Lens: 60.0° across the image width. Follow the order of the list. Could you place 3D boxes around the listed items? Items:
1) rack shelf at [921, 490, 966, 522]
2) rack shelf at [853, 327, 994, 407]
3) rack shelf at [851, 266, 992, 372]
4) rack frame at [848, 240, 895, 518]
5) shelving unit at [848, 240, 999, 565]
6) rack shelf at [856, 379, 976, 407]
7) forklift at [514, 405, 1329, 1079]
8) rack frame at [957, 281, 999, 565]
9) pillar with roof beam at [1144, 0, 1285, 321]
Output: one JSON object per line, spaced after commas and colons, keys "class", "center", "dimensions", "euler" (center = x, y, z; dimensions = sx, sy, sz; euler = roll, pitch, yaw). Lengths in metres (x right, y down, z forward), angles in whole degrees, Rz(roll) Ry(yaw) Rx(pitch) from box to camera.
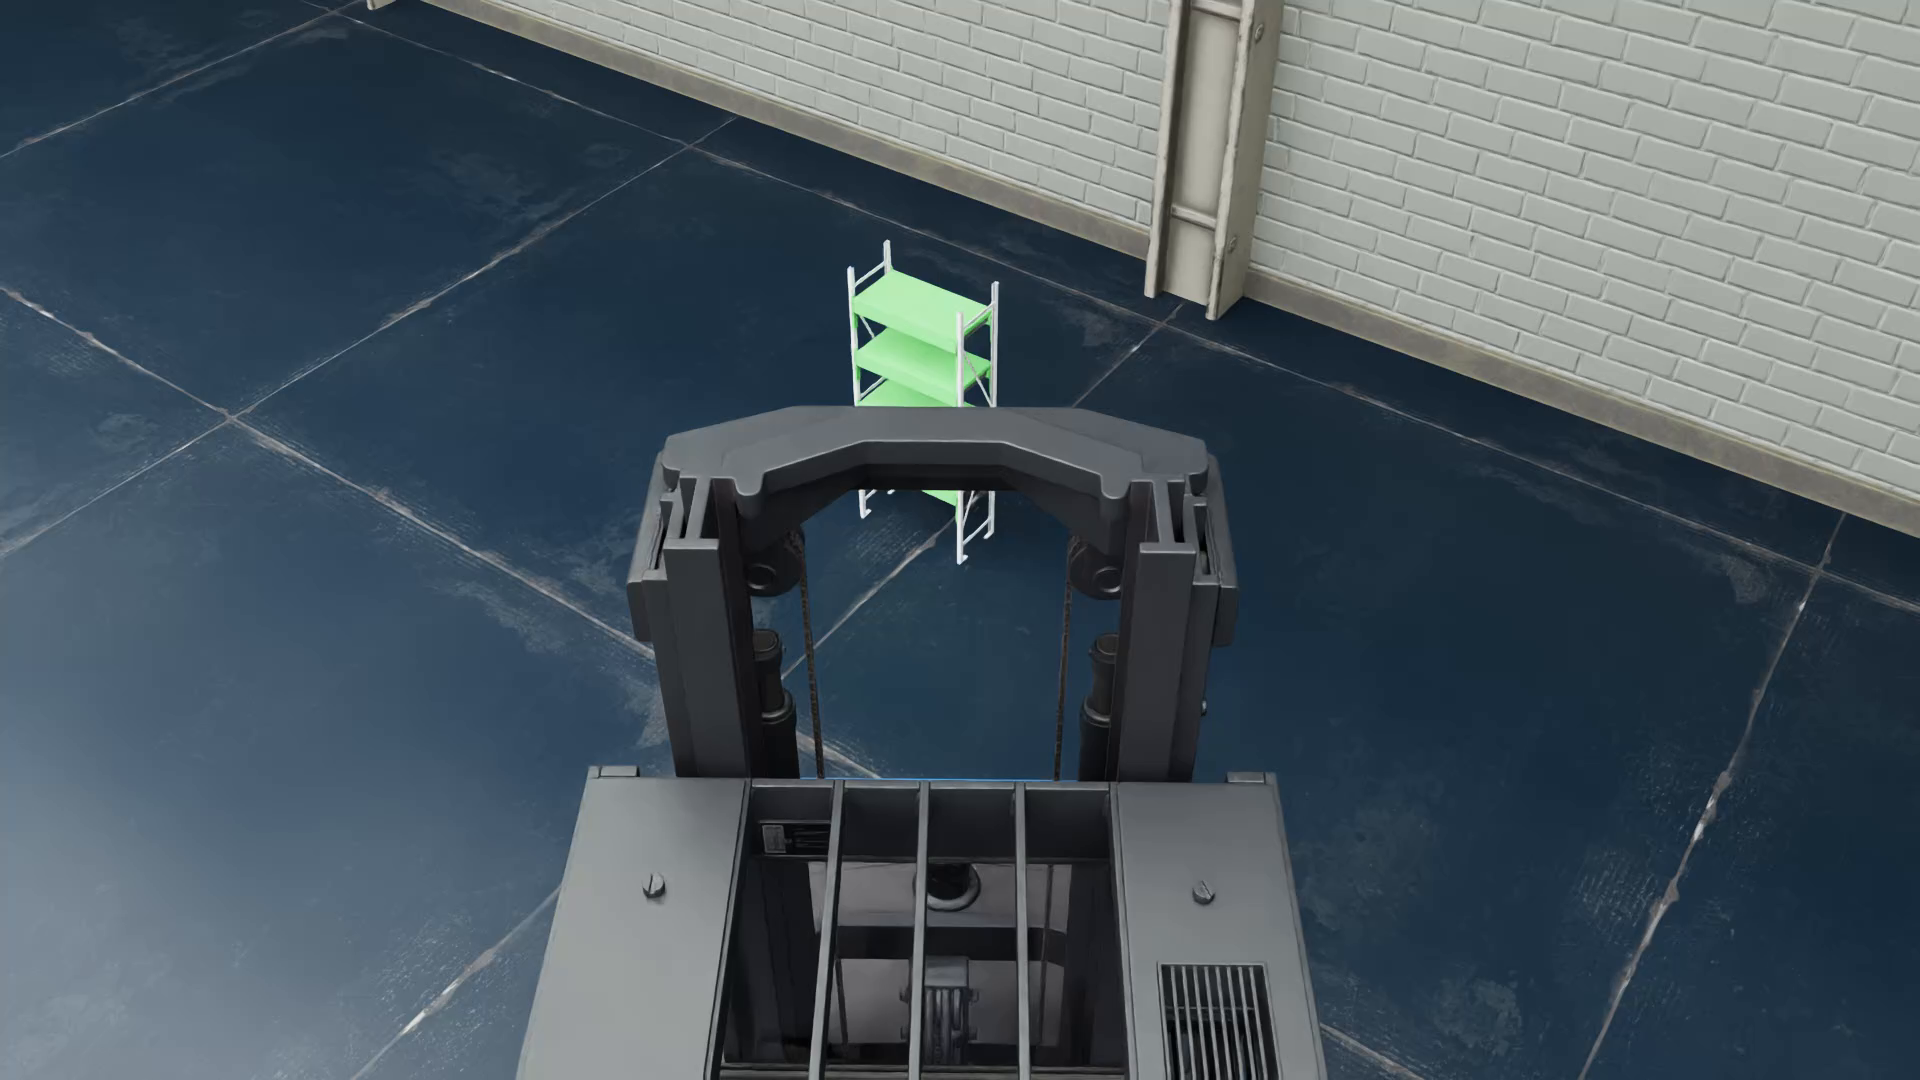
{"class": "rack shelf", "center": [-0.136, -0.284, 6.623], "dimensions": [0.480, 0.148, 0.258], "euler": [25, 48, 25]}
{"class": "rack shelf", "center": [-0.136, -0.642, 6.303], "dimensions": [0.480, 0.148, 0.258], "euler": [25, 48, 25]}
{"class": "rack shelf", "center": [-0.136, -0.821, 6.143], "dimensions": [0.480, 0.148, 0.258], "euler": [25, 48, 25]}
{"class": "rack frame", "center": [-0.335, -0.604, 6.525], "dimensions": [0.015, 1.200, 0.240], "euler": [25, 48, 25]}
{"class": "shelving unit", "center": [-0.136, -0.511, 6.421], "dimensions": [0.503, 1.200, 0.258], "euler": [25, 48, 25]}
{"class": "rack shelf", "center": [-0.136, -0.463, 6.463], "dimensions": [0.480, 0.148, 0.258], "euler": [25, 48, 25]}
{"class": "forklift", "center": [-0.048, 1.328, 3.067], "dimensions": [1.130, 2.935, 3.031], "euler": [0, 42, 1]}
{"class": "rack frame", "center": [0.064, -0.417, 6.316], "dimensions": [0.015, 1.200, 0.240], "euler": [25, 48, 25]}
{"class": "pillar with roof beam", "center": [-1.331, -2.204, 2.464], "dimensions": [0.400, 9.000, 9.100], "euler": [25, 48, 25]}
